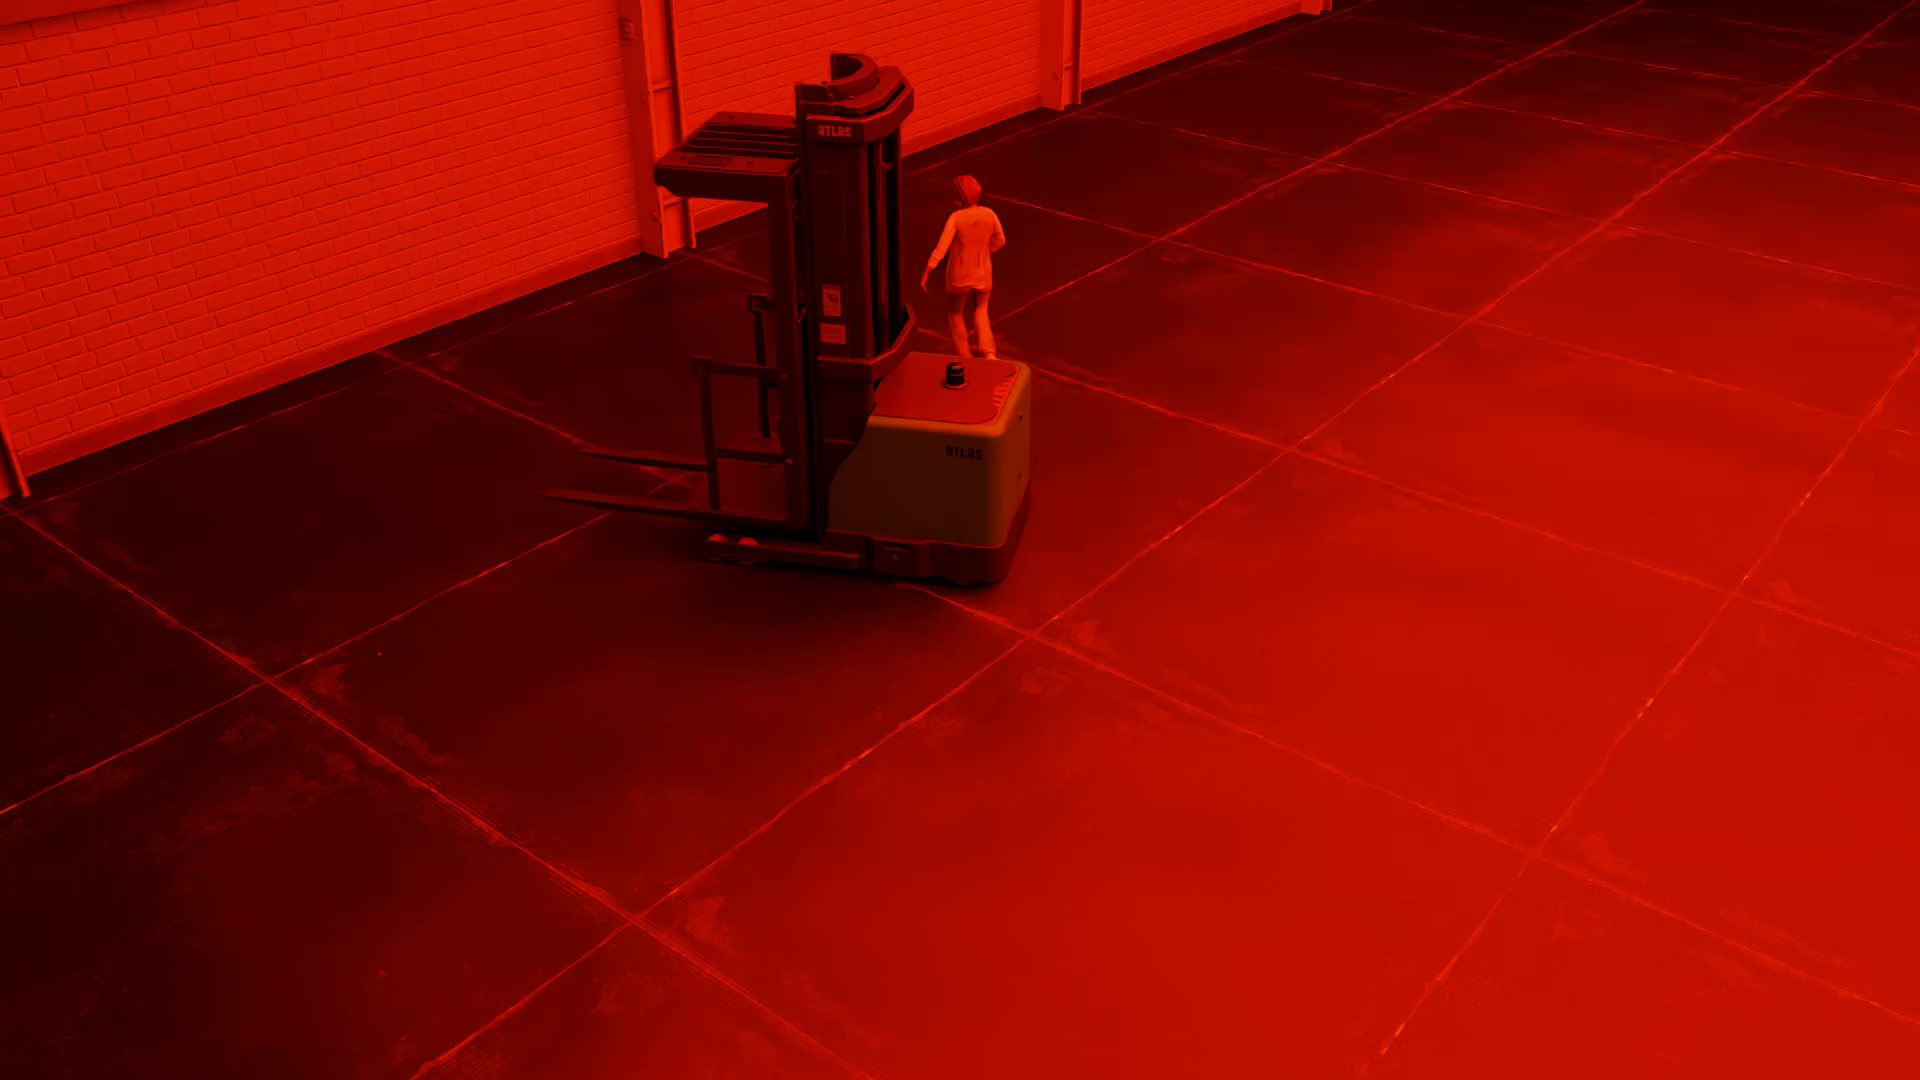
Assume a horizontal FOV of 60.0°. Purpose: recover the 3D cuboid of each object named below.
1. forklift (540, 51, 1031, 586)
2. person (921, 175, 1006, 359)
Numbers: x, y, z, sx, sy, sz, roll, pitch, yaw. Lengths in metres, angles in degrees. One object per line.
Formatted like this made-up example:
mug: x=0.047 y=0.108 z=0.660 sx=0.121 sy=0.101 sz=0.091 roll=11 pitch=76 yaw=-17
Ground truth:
forklift: x=-1.119 y=-1.363 z=9.927 sx=3.031 sy=2.935 sz=1.130 roll=6 pitch=31 yaw=11
person: x=0.019 y=-1.936 z=12.278 sx=0.647 sy=1.560 sz=0.425 roll=-7 pitch=31 yaw=-11
